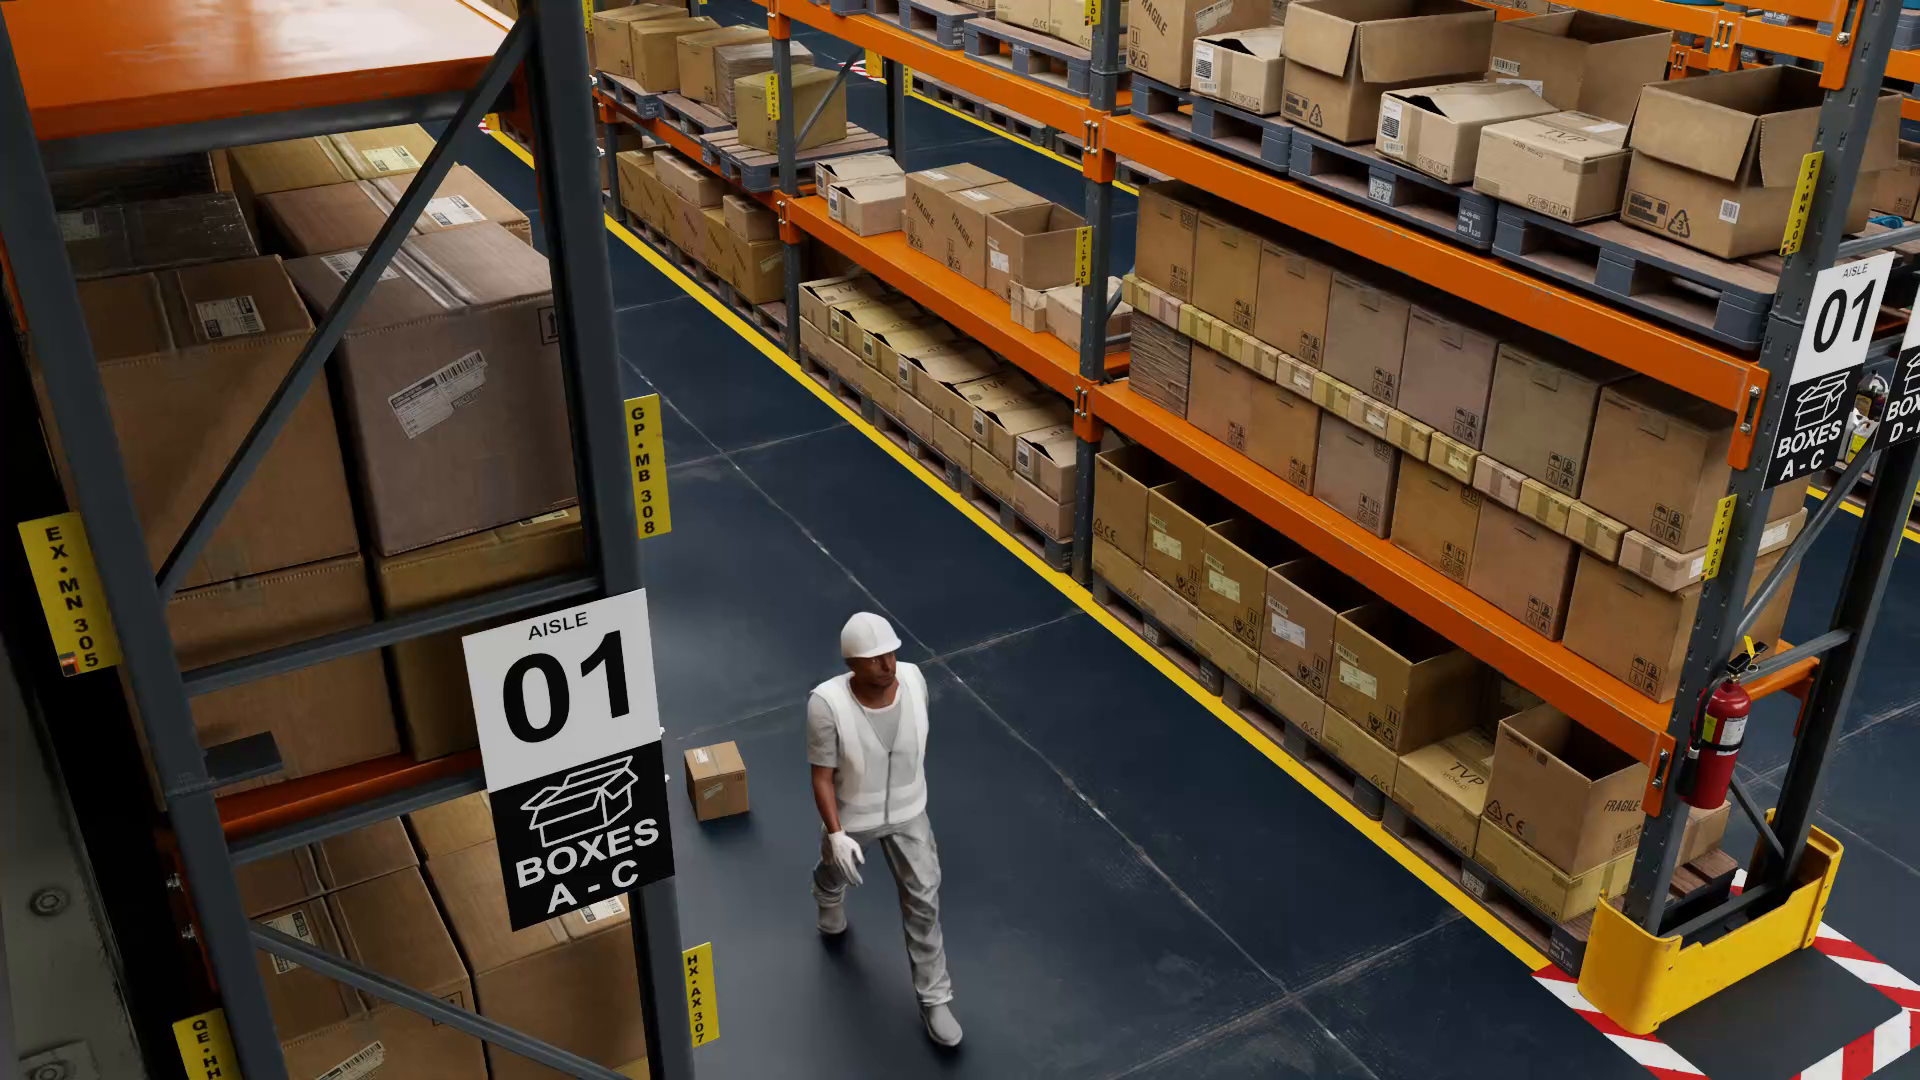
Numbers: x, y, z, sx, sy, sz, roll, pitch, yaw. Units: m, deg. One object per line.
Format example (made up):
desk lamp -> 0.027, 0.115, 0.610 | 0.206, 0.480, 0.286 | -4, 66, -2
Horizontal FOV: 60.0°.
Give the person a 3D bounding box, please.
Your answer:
person -> -0.327, 1.075, 6.575 | 0.538, 1.734, 1.066 | -10, 30, -18
